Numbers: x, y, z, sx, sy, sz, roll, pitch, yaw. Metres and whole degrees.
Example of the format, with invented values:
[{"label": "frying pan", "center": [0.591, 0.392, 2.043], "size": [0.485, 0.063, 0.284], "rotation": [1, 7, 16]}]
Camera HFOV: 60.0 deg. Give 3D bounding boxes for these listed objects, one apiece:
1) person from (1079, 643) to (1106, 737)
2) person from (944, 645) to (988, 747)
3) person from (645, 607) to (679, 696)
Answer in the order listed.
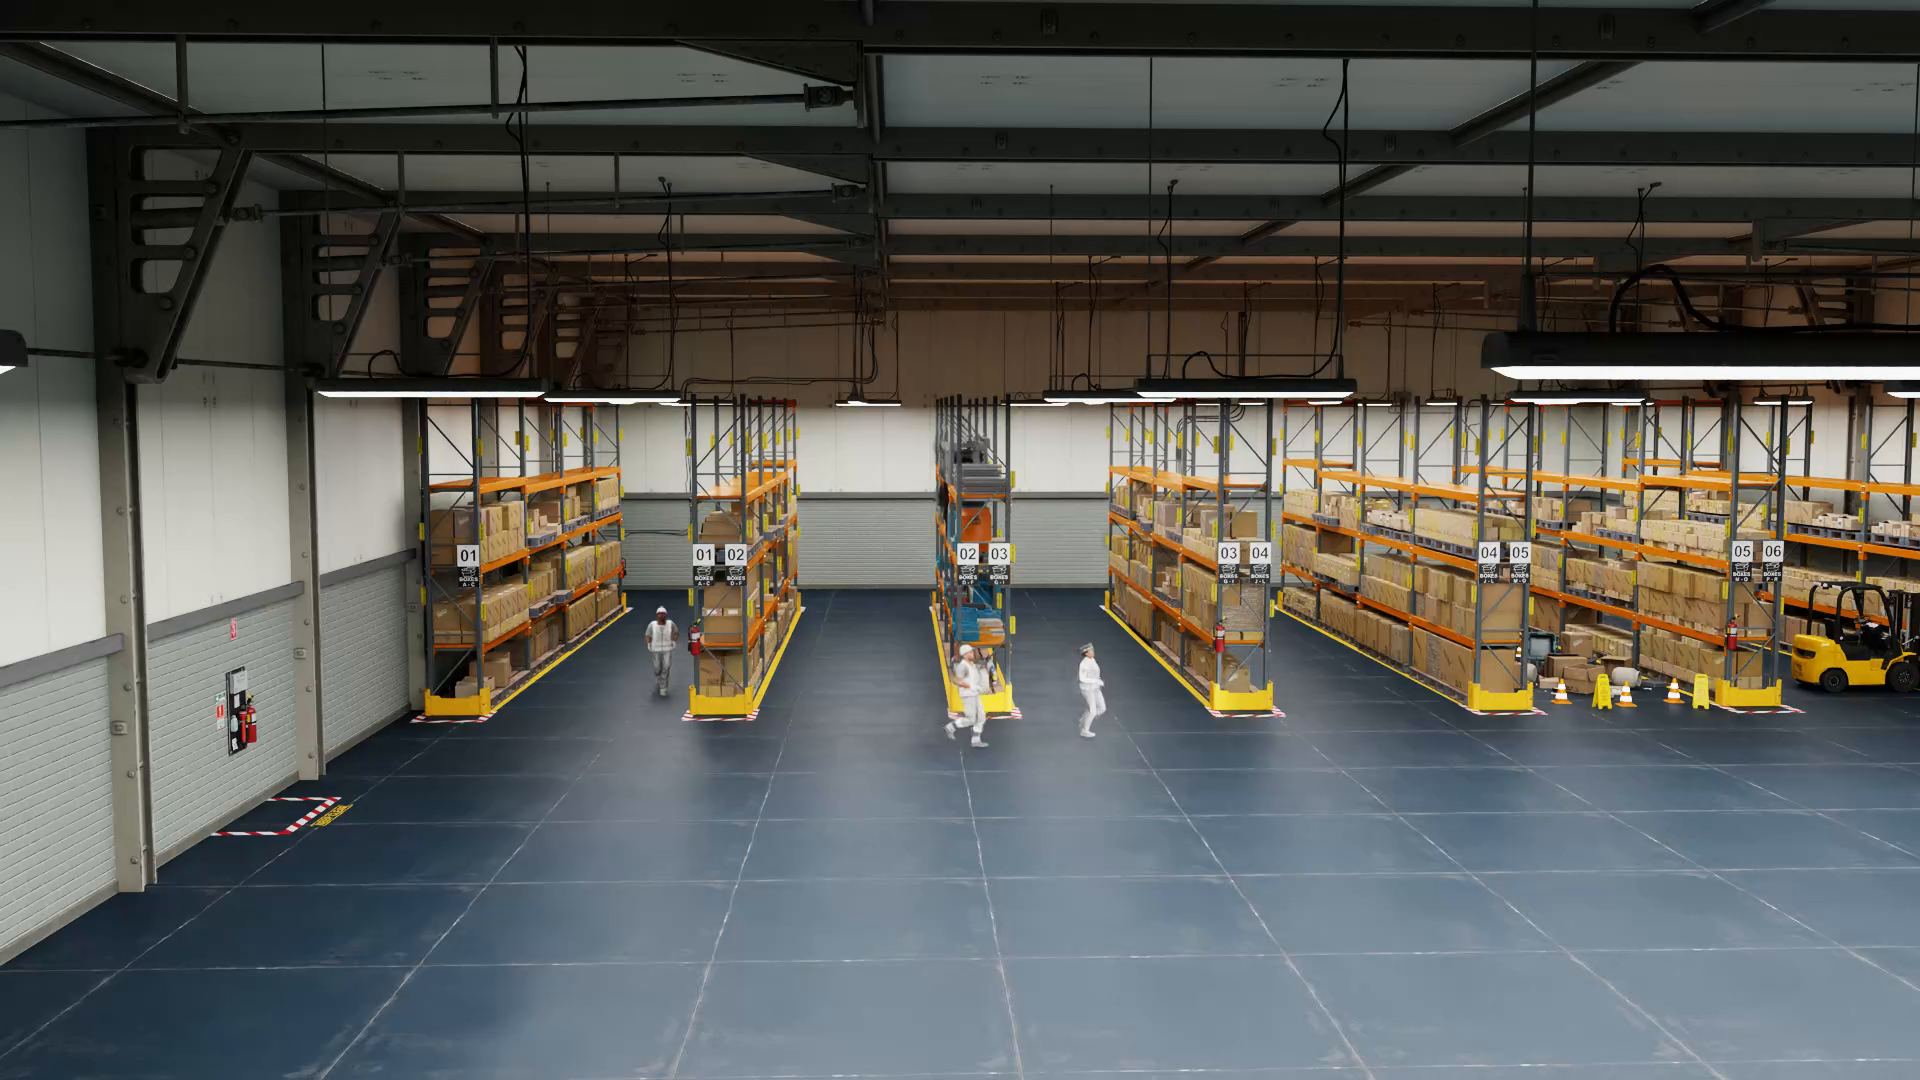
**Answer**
[{"label": "person", "center": [2.317, 2.608, 29.004], "size": [0.547, 1.654, 0.605], "rotation": [3, 5, 30]}, {"label": "person", "center": [0.121, 2.637, 28.153], "size": [0.762, 1.745, 0.661], "rotation": [2, 5, 20]}, {"label": "person", "center": [-5.986, 2.224, 33.447], "size": [0.682, 1.753, 0.769], "rotation": [-1, 5, -11]}]
